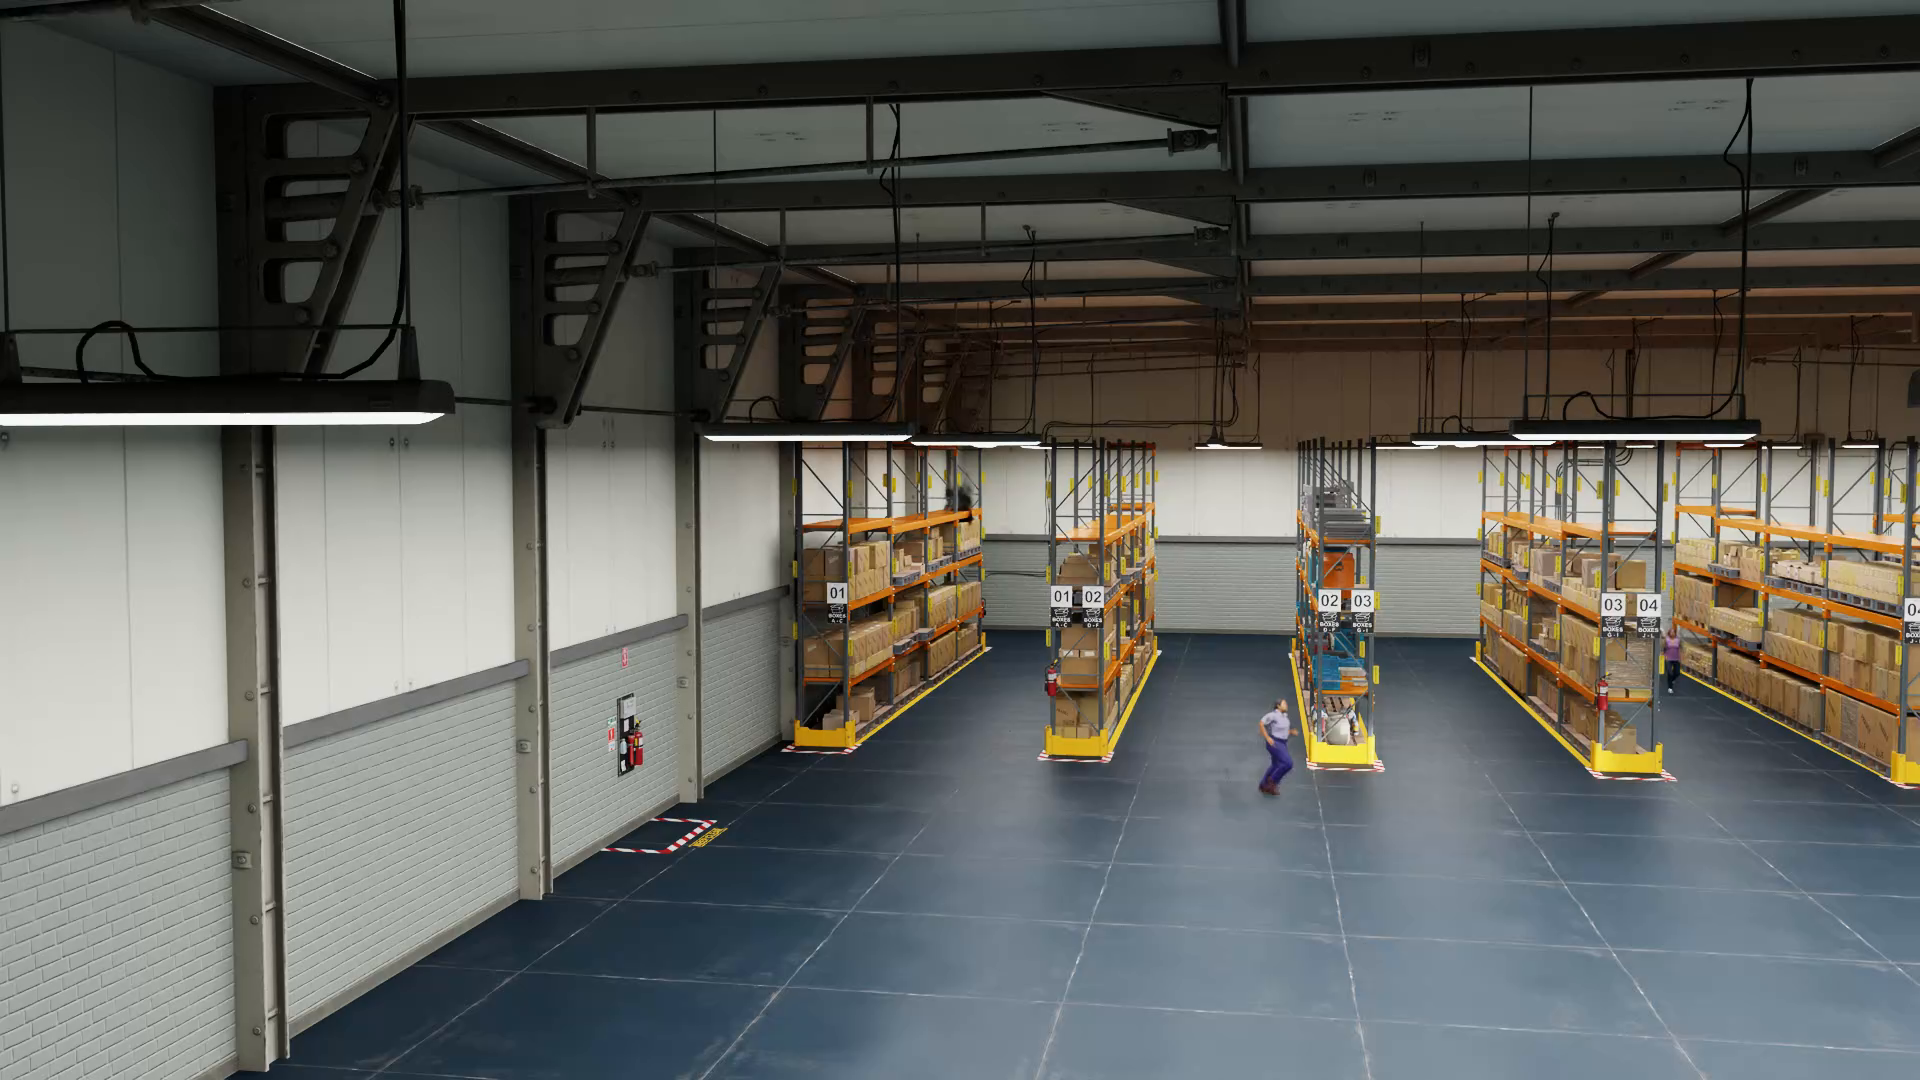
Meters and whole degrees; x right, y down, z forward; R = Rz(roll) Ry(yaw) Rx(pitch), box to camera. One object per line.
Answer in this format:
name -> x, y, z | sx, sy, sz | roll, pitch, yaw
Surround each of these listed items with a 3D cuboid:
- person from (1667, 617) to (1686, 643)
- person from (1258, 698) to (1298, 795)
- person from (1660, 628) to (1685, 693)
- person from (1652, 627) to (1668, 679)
person -> 19.800, 2.403, 45.770 | 0.898, 1.805, 0.727 | 0, 3, 1
person -> 5.311, 3.434, 27.781 | 0.665, 1.603, 0.597 | 2, 3, 30
person -> 16.911, 2.854, 39.506 | 0.589, 1.550, 0.568 | 1, 3, 12
person -> 17.275, 2.735, 41.319 | 0.603, 1.644, 0.603 | 1, 3, 13
